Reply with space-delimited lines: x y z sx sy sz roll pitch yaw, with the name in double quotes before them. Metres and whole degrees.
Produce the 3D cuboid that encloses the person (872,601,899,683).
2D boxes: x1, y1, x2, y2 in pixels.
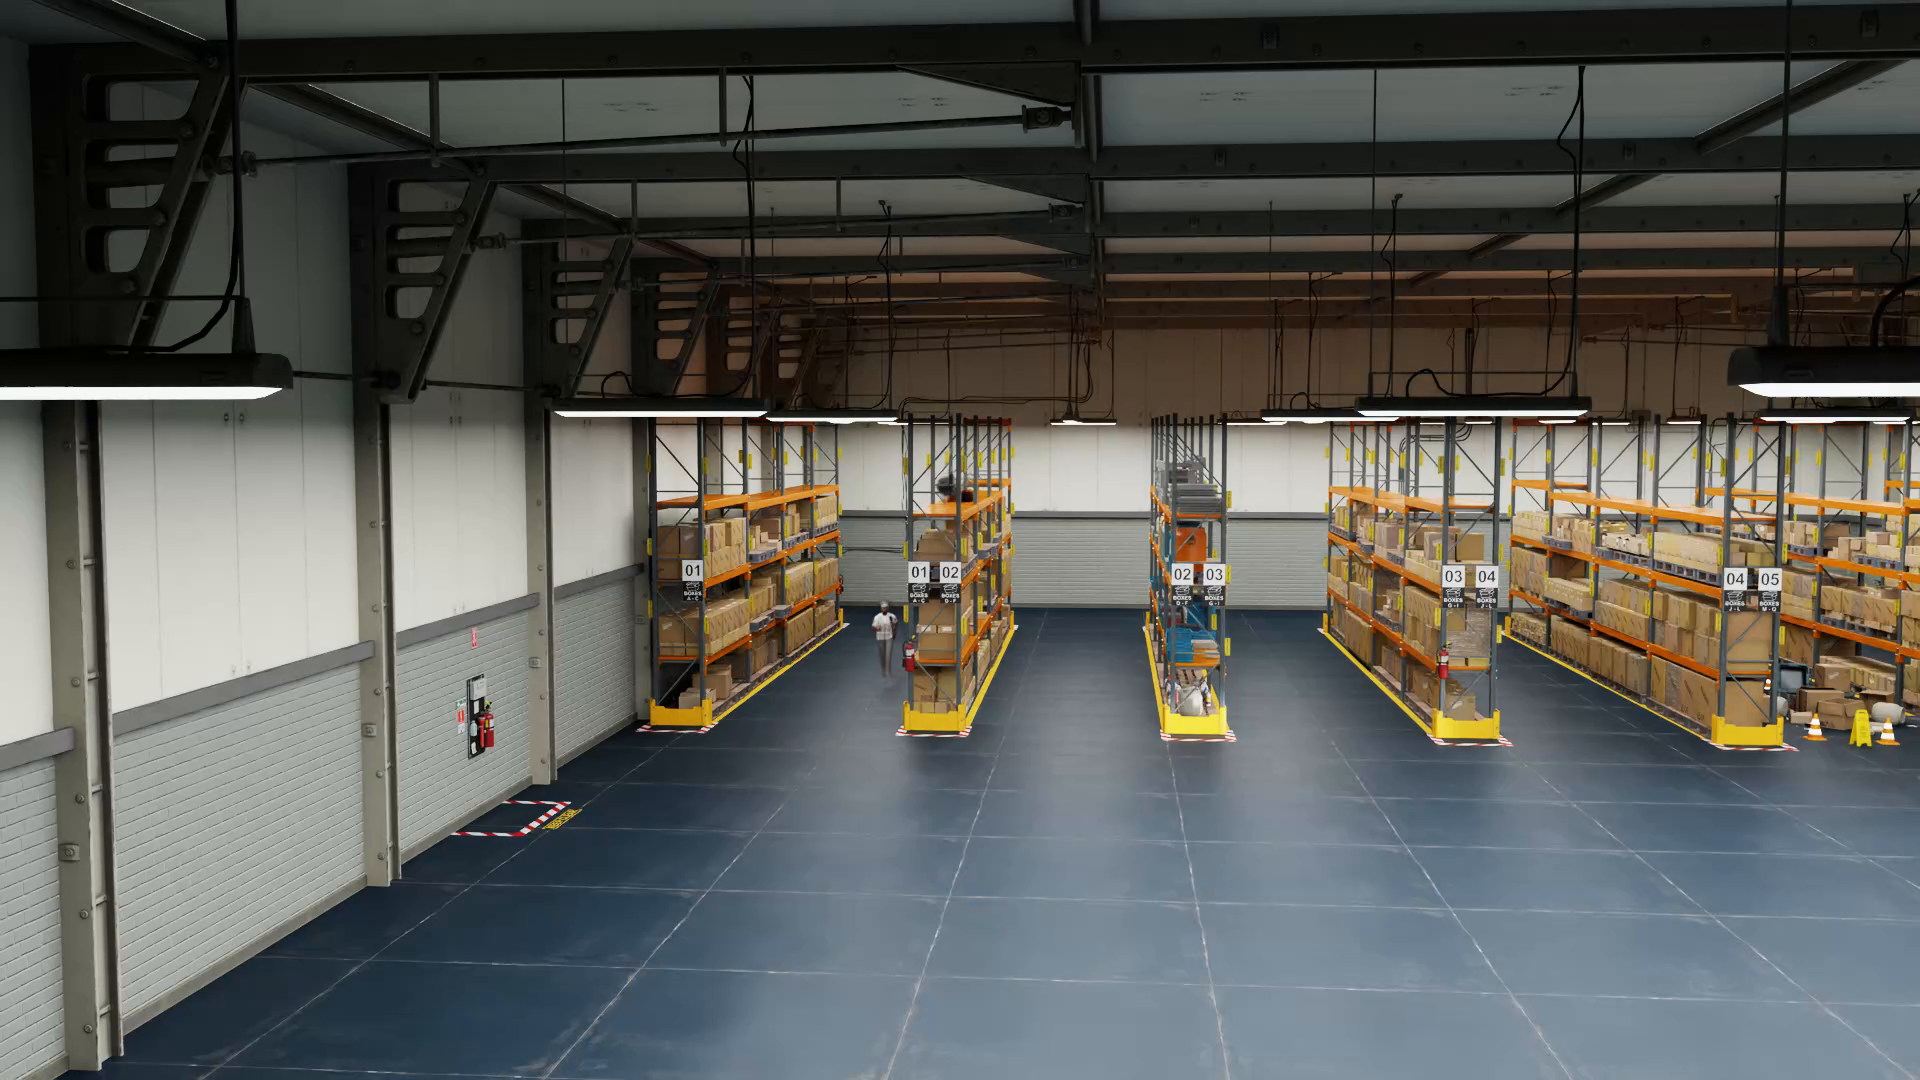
"person" -1.628 2.179 36.043 0.576 1.727 0.849 0 4 1
